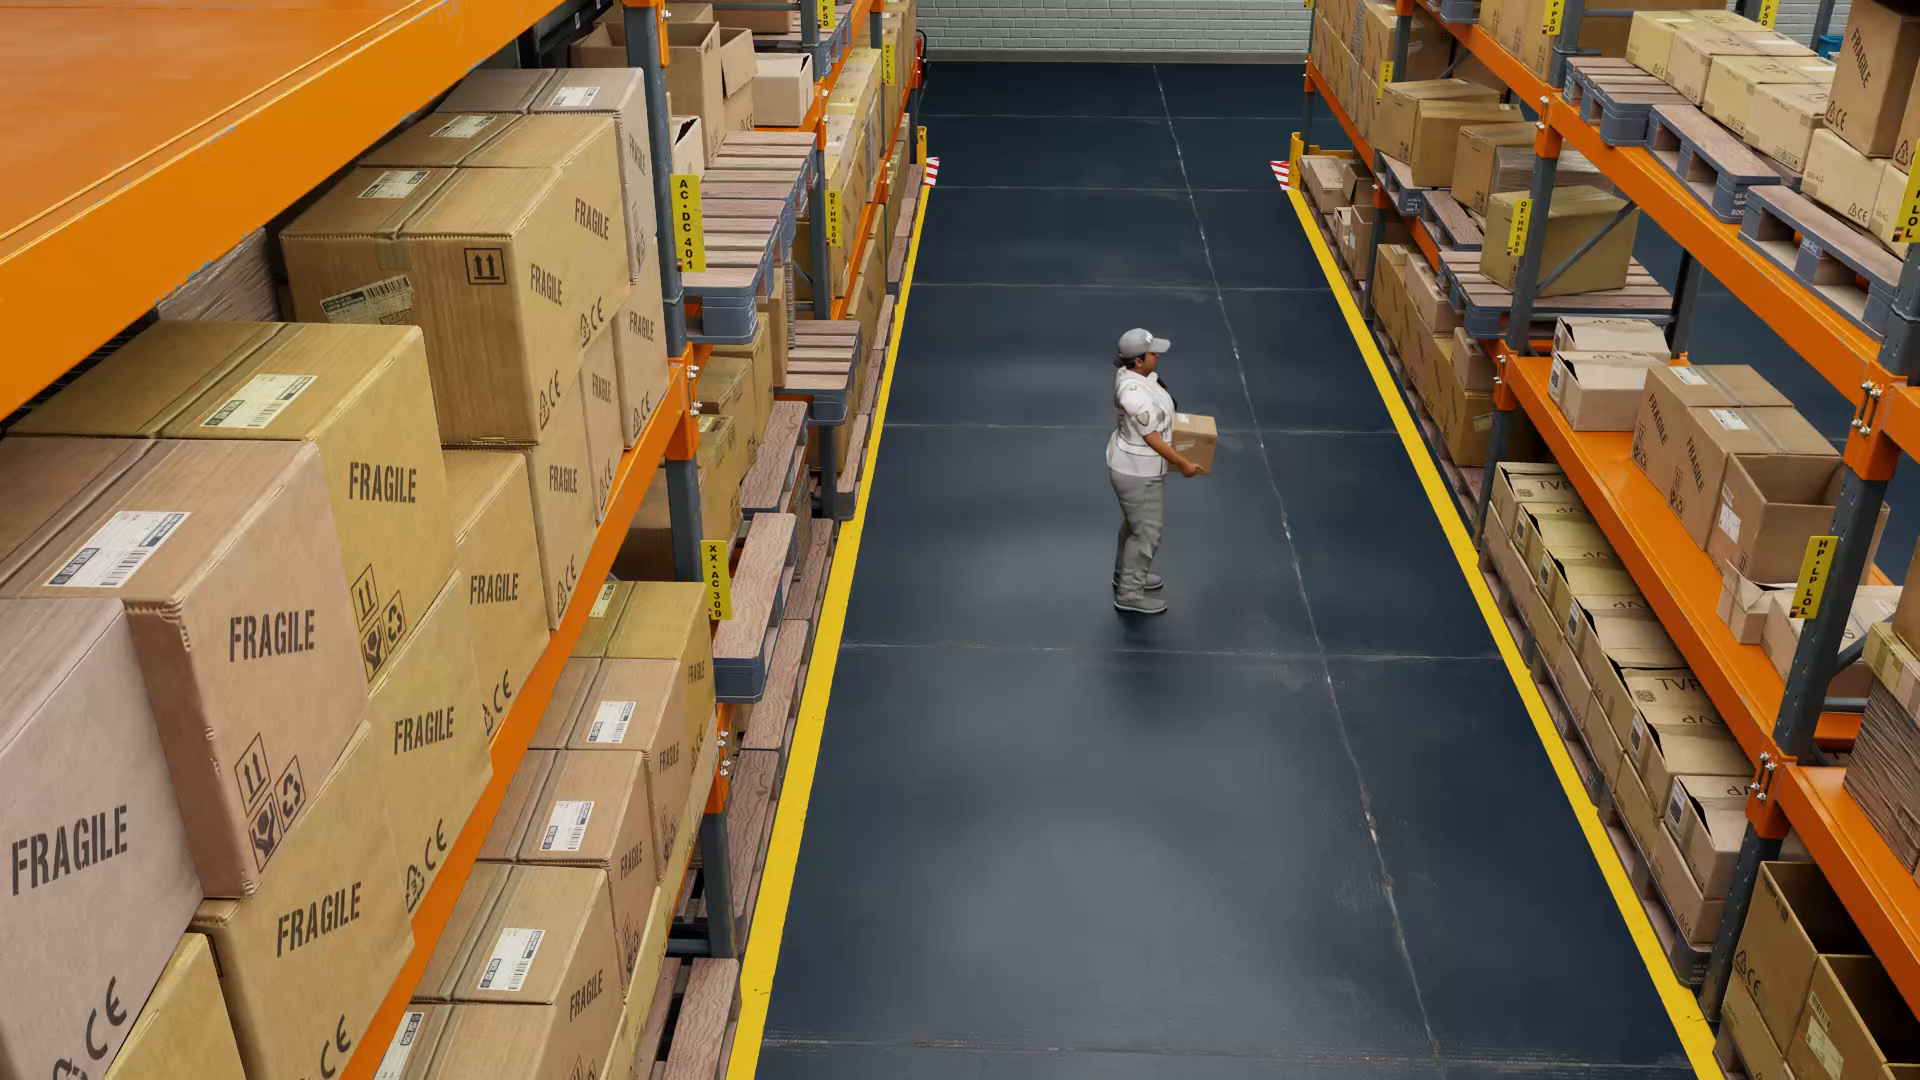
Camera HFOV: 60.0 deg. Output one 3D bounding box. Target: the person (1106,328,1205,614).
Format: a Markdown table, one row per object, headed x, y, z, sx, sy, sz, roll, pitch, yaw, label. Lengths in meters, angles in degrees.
| x | y | z | sx | sy | sz | roll | pitch | yaw | label |
| --- | --- | --- | --- | --- | --- | --- | --- | --- | --- |
| 1.093 | -0.400 | 9.378 | 0.541 | 1.654 | 0.453 | 1 | 28 | 3 | person |
